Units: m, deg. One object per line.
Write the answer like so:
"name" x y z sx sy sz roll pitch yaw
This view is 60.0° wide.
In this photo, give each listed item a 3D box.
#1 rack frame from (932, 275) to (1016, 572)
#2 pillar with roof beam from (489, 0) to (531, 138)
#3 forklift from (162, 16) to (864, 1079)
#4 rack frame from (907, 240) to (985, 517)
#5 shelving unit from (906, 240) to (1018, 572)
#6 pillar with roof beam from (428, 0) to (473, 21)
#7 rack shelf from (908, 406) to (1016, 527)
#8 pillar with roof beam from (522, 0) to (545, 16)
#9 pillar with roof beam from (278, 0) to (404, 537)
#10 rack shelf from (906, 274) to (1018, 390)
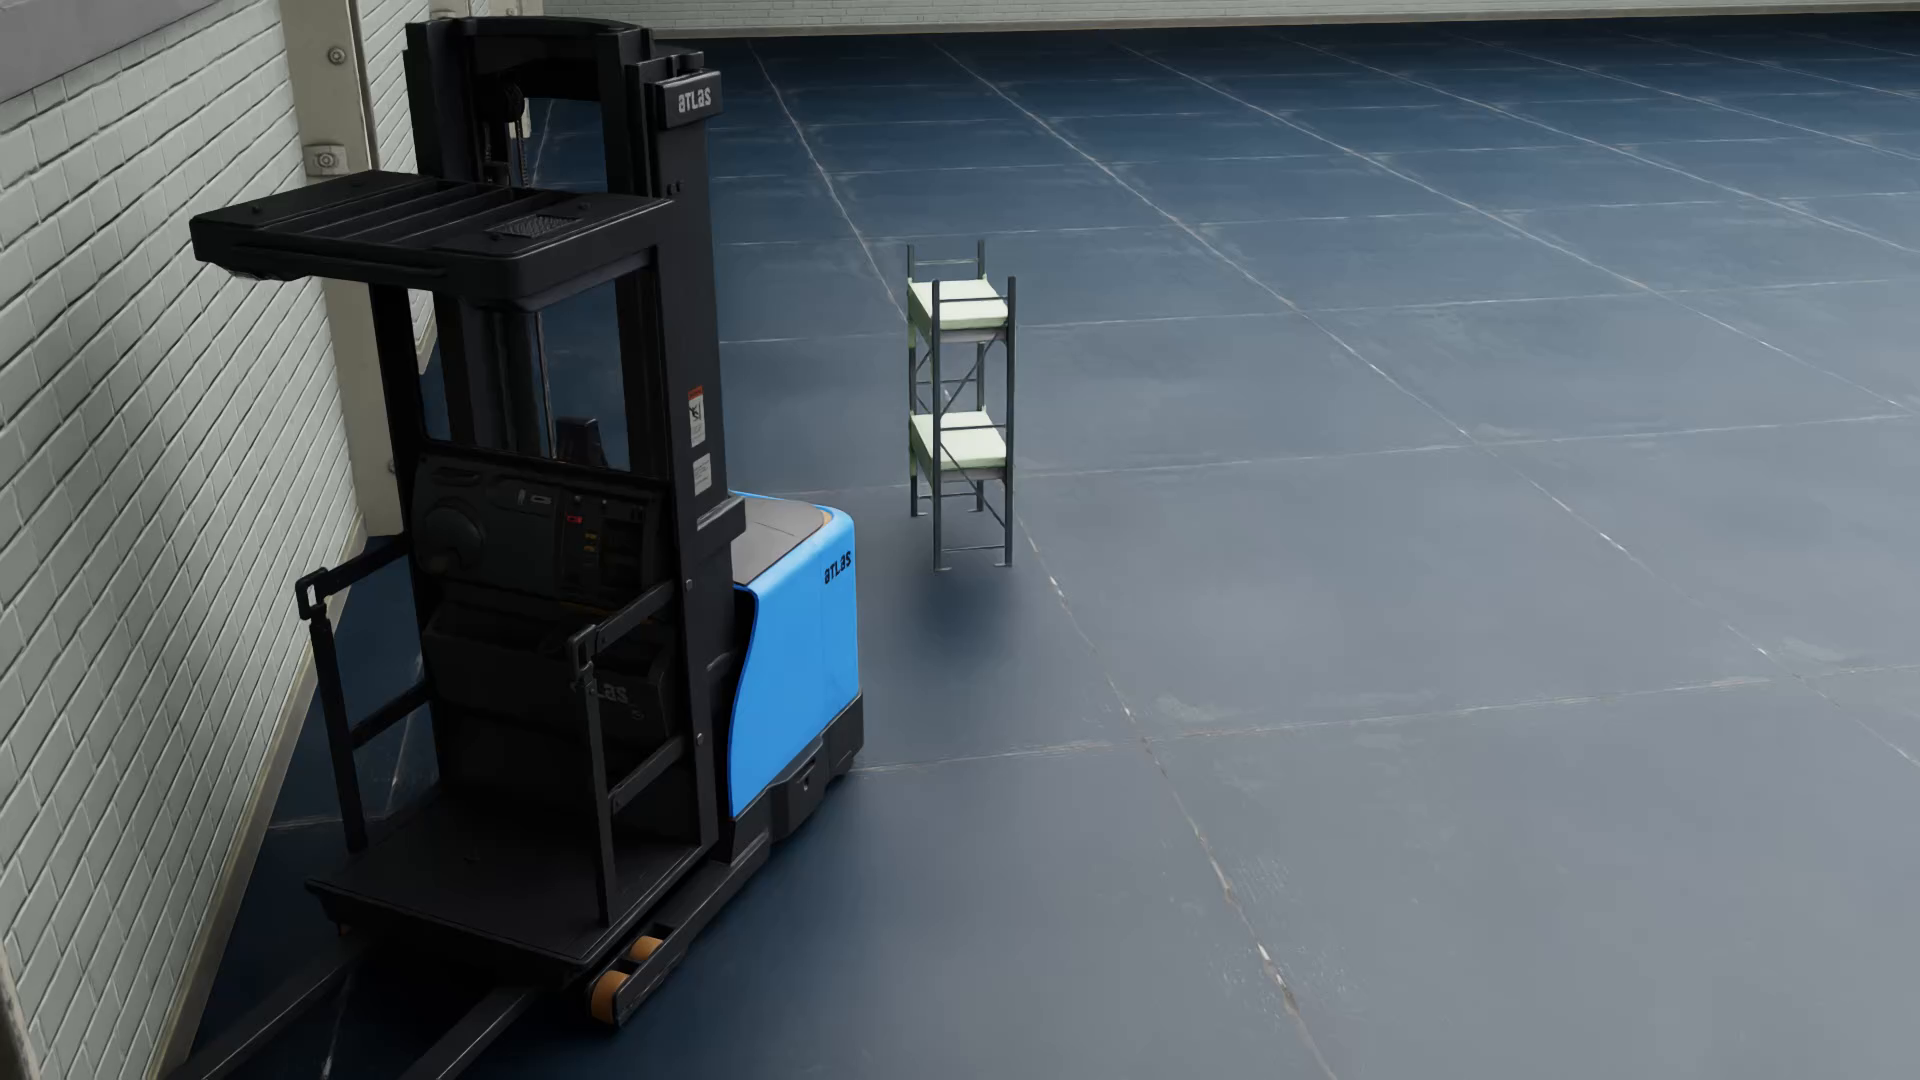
"rack frame" 0.066 -0.546 8.126 0.400 1.500 0.023 -4 24 -10
"pillar with roof beam" -1.040 -9.268 18.727 9.100 9.000 0.400 -4 24 -10
"forklift" -1.434 -0.008 5.107 1.130 2.935 3.031 10 25 21
"rack frame" -0.069 -0.834 8.785 0.400 1.500 0.023 -4 24 -10
"shelving unit" -0.001 -0.690 8.456 0.431 1.500 0.755 -4 24 -10
"pillar with roof beam" 0.070 -6.908 13.324 9.100 9.000 0.400 -4 24 -10
"rack shelf" -0.001 -0.391 8.586 0.431 0.370 0.720 -4 24 -10
"pillar with roof beam" -2.149 -11.628 24.131 9.100 9.000 0.400 -4 24 -10
"pillar with roof beam" 1.179 -4.548 7.920 9.100 9.000 0.400 -4 24 -10
"rack shelf" -0.001 -1.048 8.300 0.431 0.370 0.720 -4 24 -10
